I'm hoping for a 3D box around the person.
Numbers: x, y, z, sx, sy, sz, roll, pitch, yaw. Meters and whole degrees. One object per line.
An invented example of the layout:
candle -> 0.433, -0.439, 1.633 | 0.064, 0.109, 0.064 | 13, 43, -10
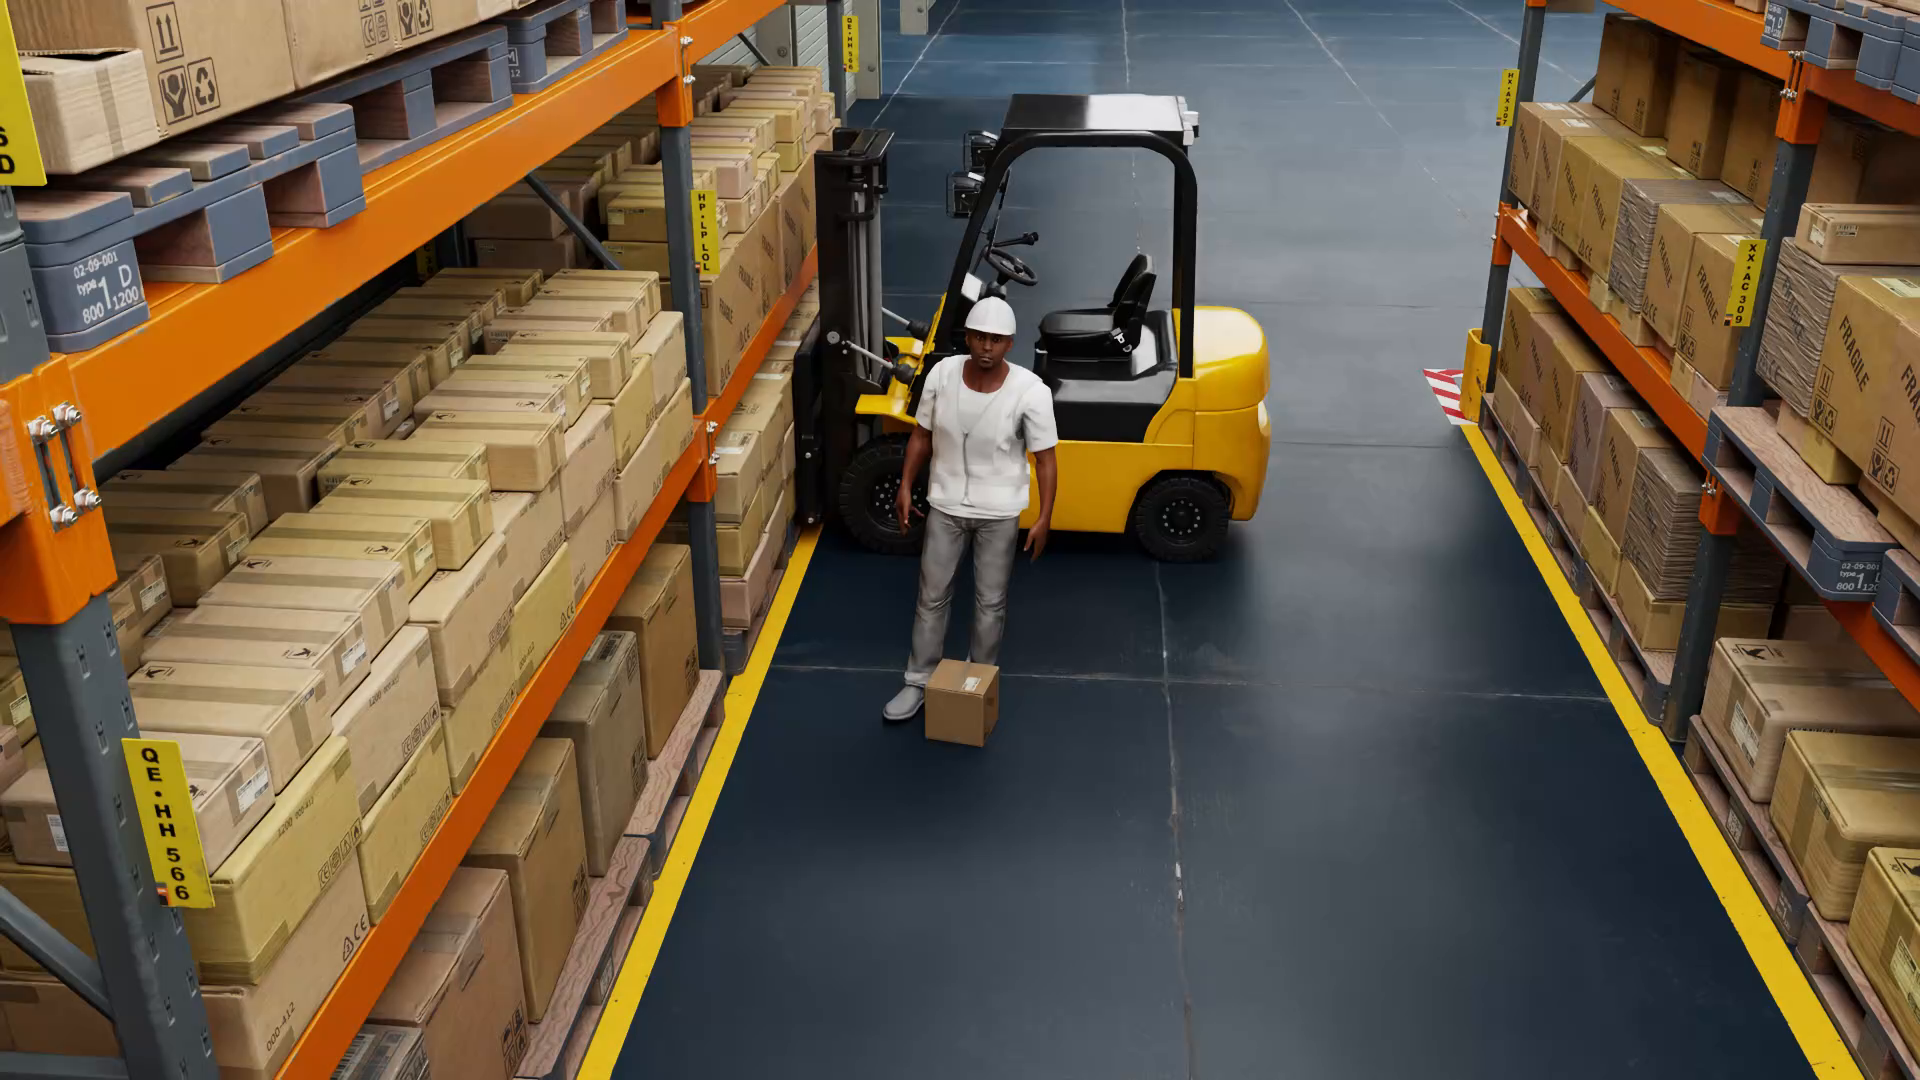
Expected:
person -> 0.042, -0.104, 6.784 | 0.665, 1.765, 0.576 | 8, 25, 16
